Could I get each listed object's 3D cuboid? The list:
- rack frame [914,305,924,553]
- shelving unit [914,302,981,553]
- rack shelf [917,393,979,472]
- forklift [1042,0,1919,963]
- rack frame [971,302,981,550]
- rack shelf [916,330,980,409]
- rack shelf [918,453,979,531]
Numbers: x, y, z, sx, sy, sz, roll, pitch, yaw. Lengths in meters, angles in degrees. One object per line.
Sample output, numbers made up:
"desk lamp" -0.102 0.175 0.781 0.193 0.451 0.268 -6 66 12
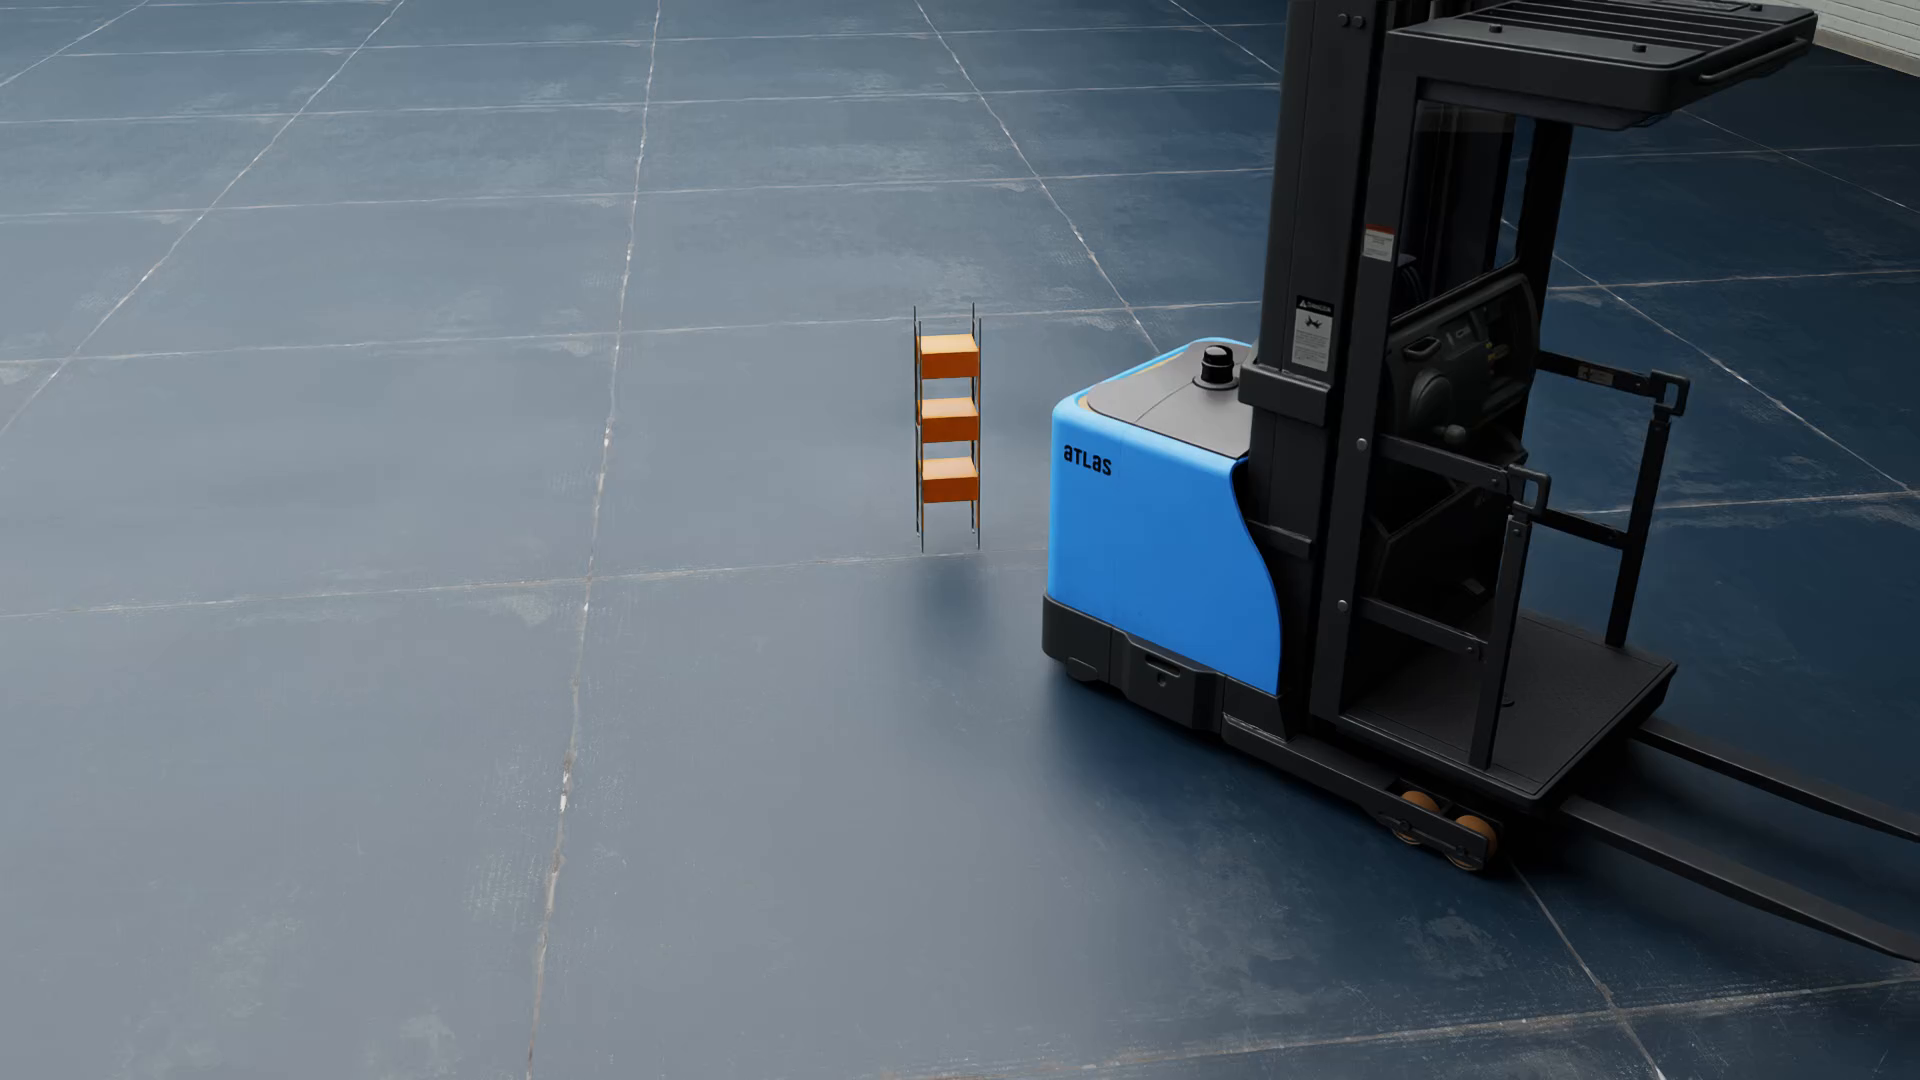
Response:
"rack frame" -0.174 -0.456 6.989 0.008 1.050 0.200 -4 27 -7
"shelving unit" -0.053 -0.464 7.004 0.252 1.050 0.215 -4 27 -7
"rack shelf" -0.053 -0.454 7.009 0.240 0.259 0.215 -4 27 -7
"forklift" 1.734 -0.538 5.087 3.031 2.935 1.130 23 35 37
"rack frame" 0.068 -0.471 7.019 0.008 1.050 0.200 -4 27 -7
"rack shelf" -0.053 -0.707 6.879 0.240 0.259 0.215 -4 27 -7
"rack shelf" -0.053 -0.207 7.135 0.240 0.259 0.215 -4 27 -7
